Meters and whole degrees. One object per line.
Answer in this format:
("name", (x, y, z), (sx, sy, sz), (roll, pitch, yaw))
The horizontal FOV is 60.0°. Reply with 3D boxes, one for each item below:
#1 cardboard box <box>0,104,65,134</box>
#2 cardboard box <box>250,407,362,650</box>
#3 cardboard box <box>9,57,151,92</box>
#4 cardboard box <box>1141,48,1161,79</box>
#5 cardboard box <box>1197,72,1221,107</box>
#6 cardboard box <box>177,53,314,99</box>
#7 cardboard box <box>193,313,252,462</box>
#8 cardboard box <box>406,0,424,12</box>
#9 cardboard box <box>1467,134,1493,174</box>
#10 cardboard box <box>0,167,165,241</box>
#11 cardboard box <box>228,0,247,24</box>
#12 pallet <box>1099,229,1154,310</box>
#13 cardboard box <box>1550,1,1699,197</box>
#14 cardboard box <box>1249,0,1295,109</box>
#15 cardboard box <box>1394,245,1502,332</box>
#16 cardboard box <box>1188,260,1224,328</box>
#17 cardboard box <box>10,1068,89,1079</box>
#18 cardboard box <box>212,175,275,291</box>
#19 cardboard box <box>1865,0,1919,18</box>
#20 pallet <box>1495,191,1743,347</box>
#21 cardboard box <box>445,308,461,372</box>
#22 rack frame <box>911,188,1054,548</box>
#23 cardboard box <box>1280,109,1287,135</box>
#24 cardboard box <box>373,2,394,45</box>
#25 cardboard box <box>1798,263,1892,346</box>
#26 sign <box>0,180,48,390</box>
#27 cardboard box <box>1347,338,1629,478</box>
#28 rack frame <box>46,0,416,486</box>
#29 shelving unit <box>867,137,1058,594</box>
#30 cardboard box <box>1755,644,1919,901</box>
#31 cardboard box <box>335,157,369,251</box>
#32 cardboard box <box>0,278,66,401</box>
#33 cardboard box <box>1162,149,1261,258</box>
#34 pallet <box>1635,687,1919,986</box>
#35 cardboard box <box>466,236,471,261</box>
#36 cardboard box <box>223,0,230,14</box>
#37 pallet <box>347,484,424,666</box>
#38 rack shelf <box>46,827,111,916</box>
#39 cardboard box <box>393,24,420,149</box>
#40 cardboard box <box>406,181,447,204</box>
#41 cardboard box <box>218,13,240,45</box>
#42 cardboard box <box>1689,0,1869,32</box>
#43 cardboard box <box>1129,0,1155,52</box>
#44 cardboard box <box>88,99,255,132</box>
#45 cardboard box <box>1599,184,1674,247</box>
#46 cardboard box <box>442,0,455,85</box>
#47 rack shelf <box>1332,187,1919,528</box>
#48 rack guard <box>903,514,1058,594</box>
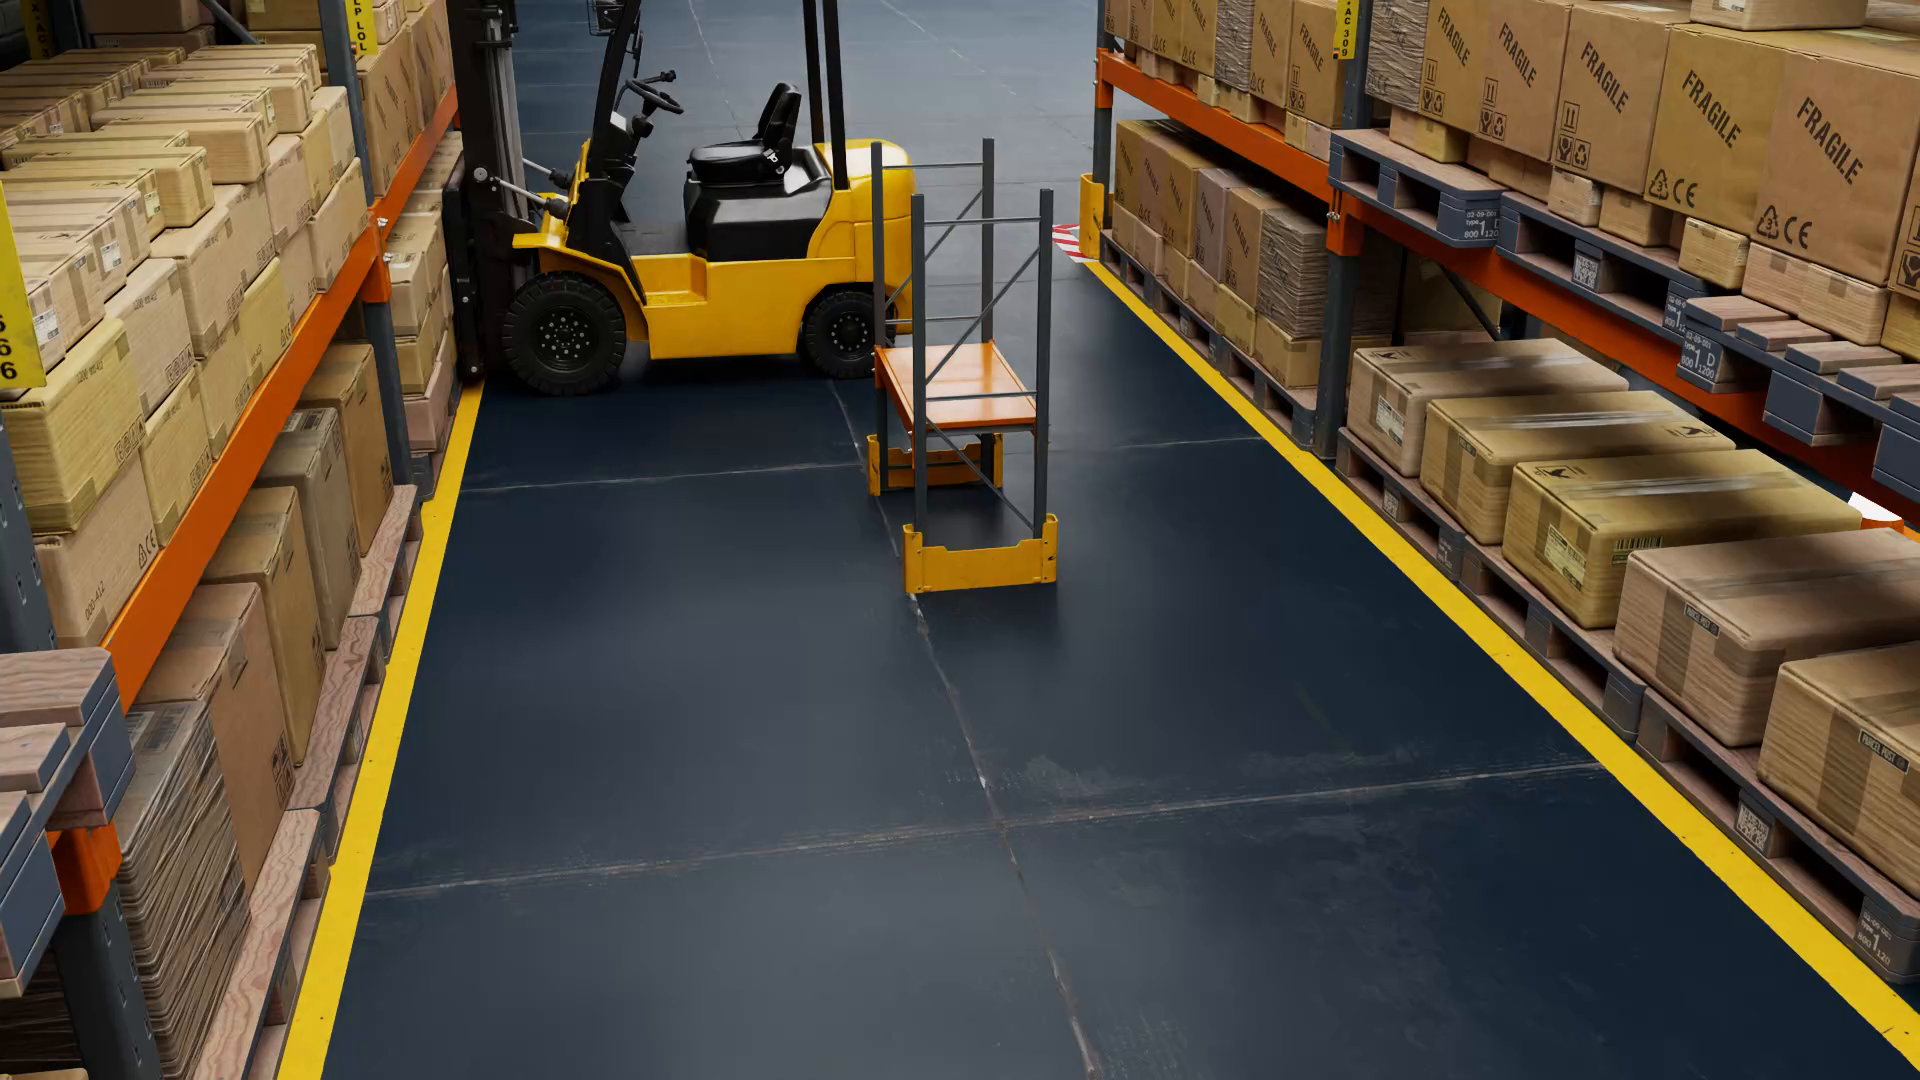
("cardboard box", (-2.716, -1.105, 4.598), (0.380, 0.149, 0.250), (-4, 24, -10))
("cardboard box", (-2.510, -0.016, 5.481), (0.875, 0.625, 0.625), (-5, 24, -10))
("cardboard box", (-2.902, -1.501, 5.504), (0.380, 0.149, 0.250), (-5, 24, -12))
("cardboard box", (1.275, -2.788, 9.700), (0.380, 0.149, 0.250), (-4, 24, -9))
("cardboard box", (1.472, -2.380, 8.766), (0.380, 0.149, 0.250), (-4, 24, -9))
("cardboard box", (-2.407, -1.547, 5.608), (0.380, 0.149, 0.250), (-5, 24, -11))
("cardboard box", (-2.046, -0.373, 4.043), (0.500, 0.250, 0.500), (-5, 24, -11))
("cardboard box", (-2.893, -2.720, 8.294), (0.380, 0.149, 0.250), (-4, 24, -9))
("cardboard box", (2.080, -1.422, 6.048), (0.380, 0.149, 0.250), (-3, 24, -6))
("cardboard box", (-2.043, -0.741, 3.764), (0.380, 0.149, 0.250), (-4, 24, -9))
("cardboard box", (-2.676, -2.143, 6.603), (0.380, 0.149, 0.250), (-4, 24, -9))
("pallet", (1.514, -1.734, 10.456), (1.003, 0.211, 1.213), (-4, 24, -10))
("cardboard box", (2.205, -1.366, 5.108), (0.500, 0.500, 0.500), (-5, 24, -12))
("cardboard box", (1.695, -2.331, 7.843), (0.500, 0.500, 0.500), (-4, 24, -8))
("cardboard box", (2.280, -1.319, 7.995), (0.500, 0.500, 0.500), (-3, 24, -7))
("cardboard box", (1.552, -1.345, 8.992), (0.500, 0.250, 0.500), (-4, 24, -9))
("cardboard box", (-1.725, 1.255, 2.727), (0.500, 0.500, 0.500), (-4, 24, -8))
("cardboard box", (-2.146, -0.805, 4.407), (0.500, 0.250, 0.500), (-4, 24, -9))
("cardboard box", (2.715, -1.396, 5.177), (0.500, 0.500, 0.500), (-5, 24, -12))
("pallet", (2.457, -0.905, 5.314), (1.003, 0.211, 1.213), (-4, 24, -10))
("cardboard box", (-2.737, -0.968, 8.130), (0.500, 0.250, 0.500), (-4, 24, -9))
("rack frame", (0.078, -0.521, 6.069), (0.500, 1.500, 0.032), (-4, 24, -10))
("cardboard box", (1.740, -1.985, 7.862), (0.380, 0.149, 0.250), (-4, 24, -9))
("cardboard box", (-2.652, -2.214, 7.137), (0.380, 0.149, 0.250), (-4, 24, -9))
("cardboard box", (2.360, -0.602, 4.170), (0.380, 0.149, 0.250), (-5, 24, -10))
("sign", (-1.483, -0.387, 2.540), (0.100, 0.325, 0.005), (-4, 24, -10))
("cardboard box", (2.223, -0.573, 7.072), (0.950, 0.372, 0.625), (-4, 24, -9))
("rack frame", (-2.754, -1.422, 6.258), (1.000, 3.000, 0.127), (-4, 24, -10))
("shelving unit", (-0.014, -0.717, 6.518), (0.587, 1.500, 1.083), (-4, 24, -10))
("cardboard box", (2.769, 0.572, 4.452), (0.950, 0.372, 0.625), (-6, 24, -13))
("cardboard box", (-2.403, -1.174, 5.878), (0.500, 0.250, 0.500), (-4, 24, -9))
("cardboard box", (-1.784, -0.339, 2.842), (0.380, 0.149, 0.250), (-4, 24, -8))
("cardboard box", (1.452, -1.890, 9.303), (0.500, 0.500, 0.500), (-4, 24, -9))
("pallet", (2.720, 0.753, 4.762), (1.003, 0.211, 1.213), (-4, 24, -10))
("cardboard box", (-2.898, -1.589, 8.926), (0.500, 0.250, 0.500), (-5, 24, -11))
("cardboard box", (-3.177, -2.209, 6.754), (0.380, 0.149, 0.250), (-5, 24, -10))
("pallet", (-2.579, 0.143, 6.159), (1.003, 0.211, 1.213), (-4, 24, -10))
("rack shelf", (-1.644, 1.268, 0.998), (1.077, 0.370, 4.000), (-4, 24, -10))
("cardboard box", (-2.787, -2.064, 7.604), (0.500, 0.500, 0.500), (-5, 24, -10))
("cardboard box", (-2.812, -1.630, 8.395), (0.500, 0.250, 0.500), (-5, 24, -11))
("cardboard box", (-3.187, -2.073, 6.813), (0.380, 0.149, 0.250), (-4, 24, -8))
("cardboard box", (2.284, -1.512, 4.632), (0.380, 0.149, 0.250), (-5, 24, -12))
("cardboard box", (1.298, -3.136, 9.685), (0.500, 0.500, 0.500), (-4, 24, -8))
("cardboard box", (-2.207, -1.146, 4.692), (0.380, 0.149, 0.250), (-4, 24, -9))
("cardboard box", (2.207, -1.010, 5.103), (0.380, 0.149, 0.250), (-5, 24, -11))
("cardboard box", (-3.144, -2.867, 9.441), (0.500, 0.500, 0.500), (-5, 24, -11))
("rack shelf", (2.494, -0.674, 5.445), (1.077, 0.370, 4.000), (-4, 24, -10))
("rack guard", (0.078, 0.051, 6.320), (0.587, 0.250, 0.087), (-4, 24, -10))
